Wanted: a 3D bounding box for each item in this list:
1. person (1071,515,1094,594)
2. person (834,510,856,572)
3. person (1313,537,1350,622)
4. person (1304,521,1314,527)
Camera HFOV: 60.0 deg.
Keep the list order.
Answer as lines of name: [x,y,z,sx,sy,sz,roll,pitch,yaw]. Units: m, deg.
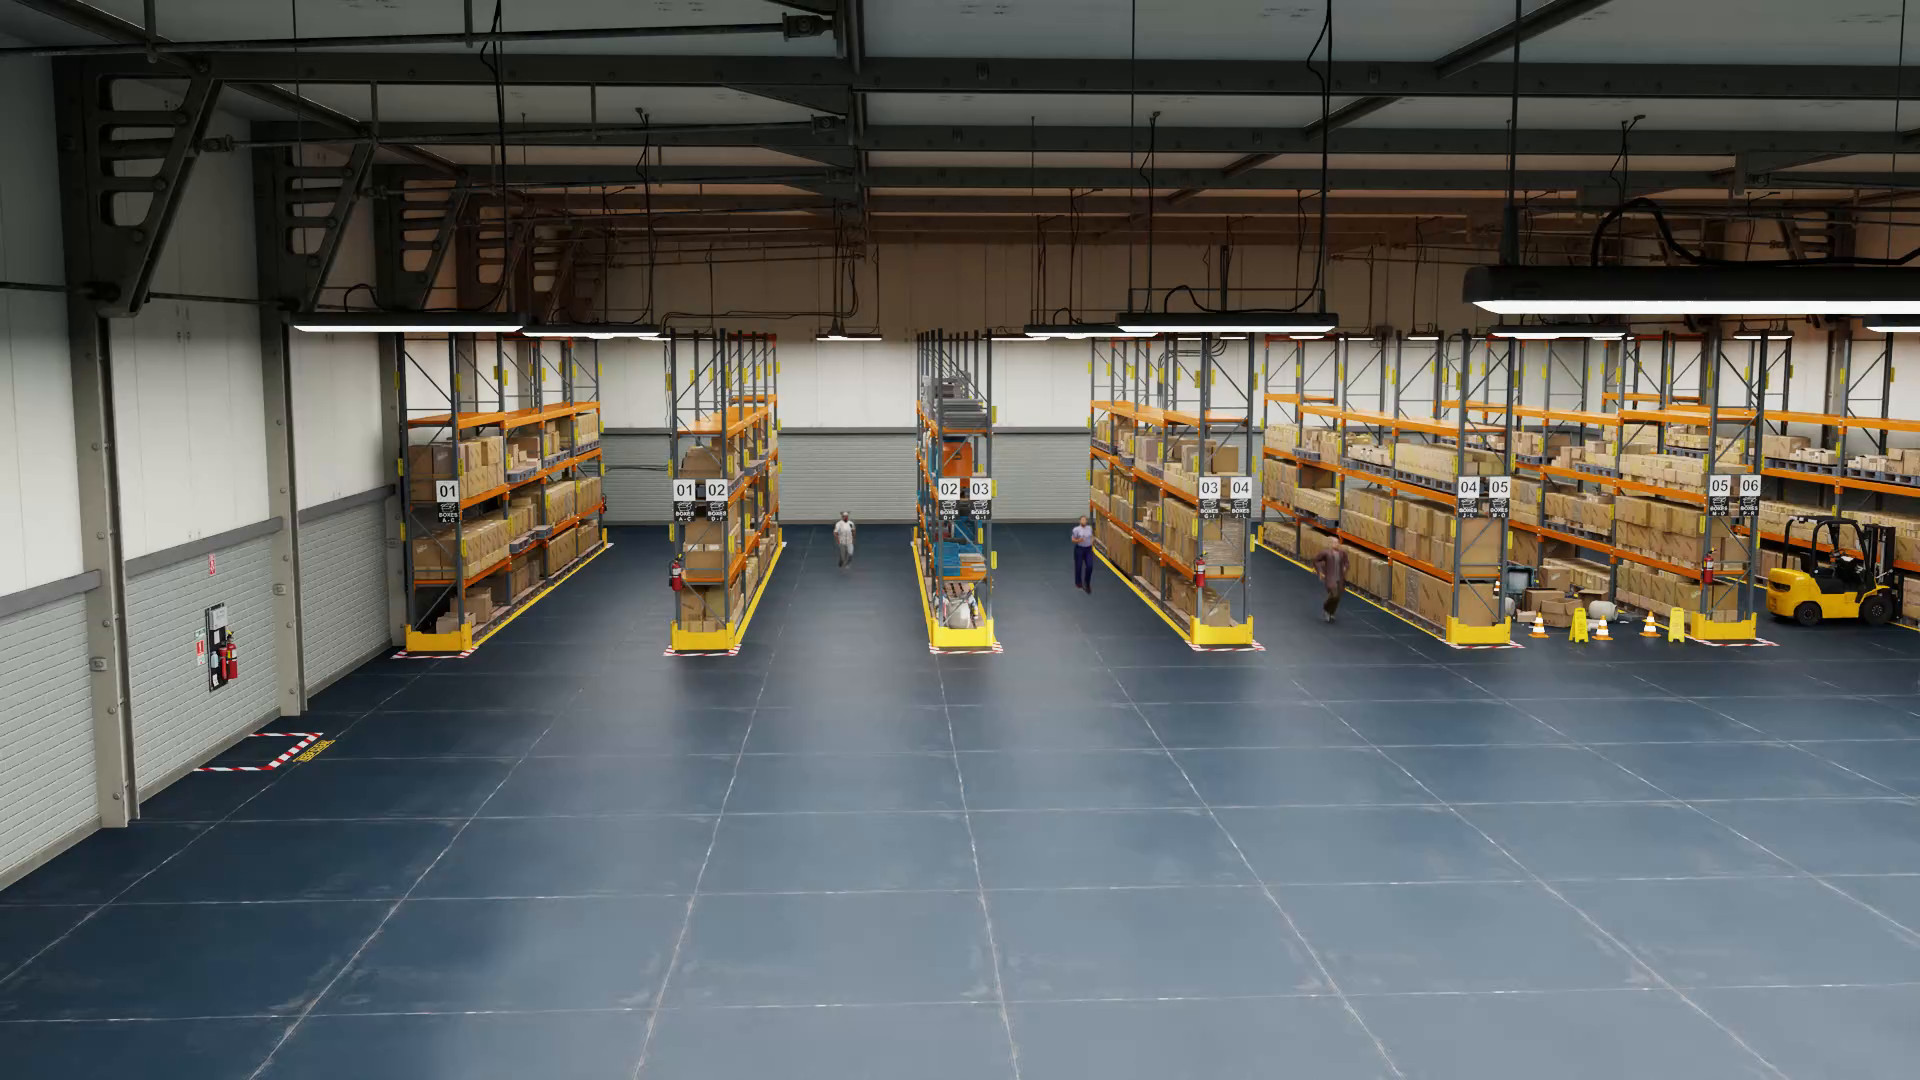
person: [2.744,0.326,36.768,0.586,1.747,0.650,-1,7,-12]
person: [-2.788,0.046,40.518,0.555,1.563,0.754,-2,7,-14]
person: [7.690,0.821,34.168,0.673,1.740,0.692,-2,7,-15]
person: [10.036,-0.919,48.918,0.759,1.723,0.945,-5,8,-36]
